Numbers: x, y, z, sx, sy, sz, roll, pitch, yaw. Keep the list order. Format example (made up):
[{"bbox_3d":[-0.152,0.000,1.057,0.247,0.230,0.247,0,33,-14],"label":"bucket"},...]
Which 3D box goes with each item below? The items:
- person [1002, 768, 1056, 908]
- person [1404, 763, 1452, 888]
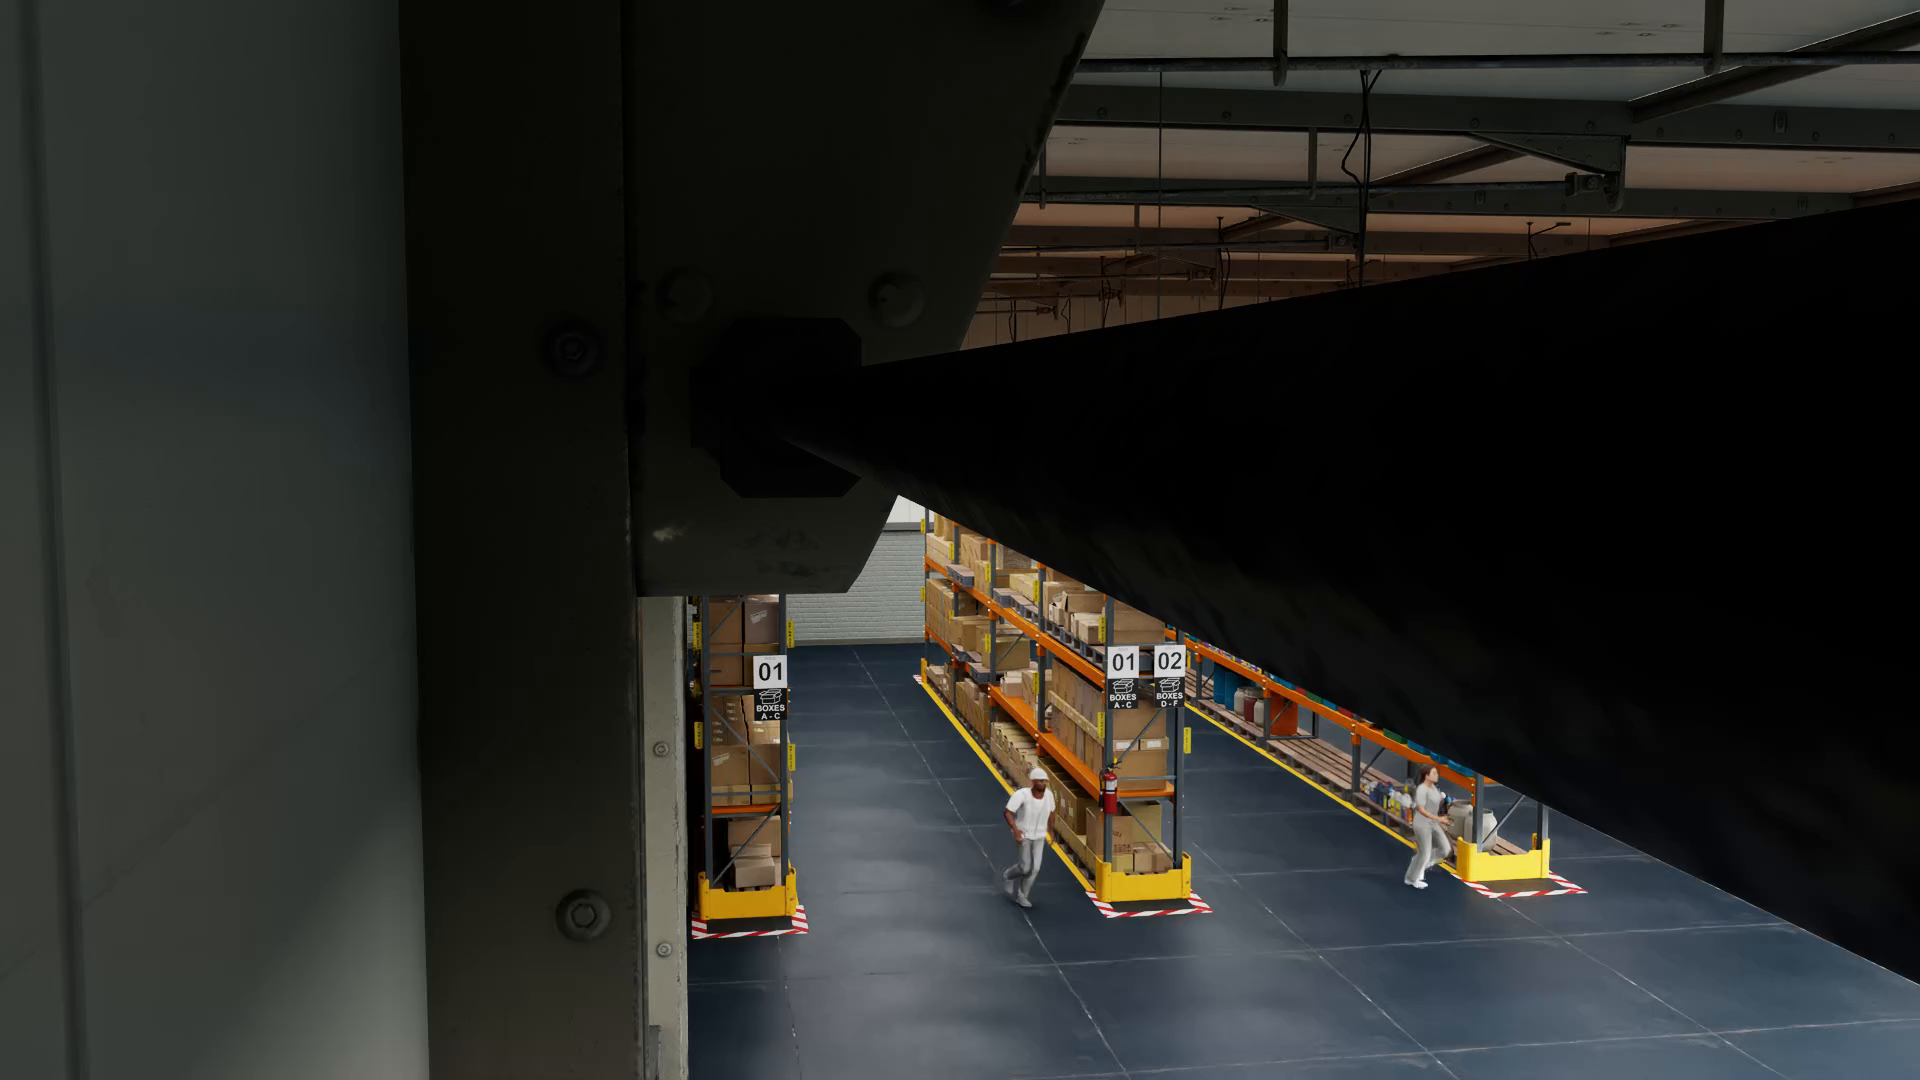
[{"bbox_3d":[0.863,3.663,20.703,0.712,1.713,0.624,-2,5,-23],"label":"person"},{"bbox_3d":[5.995,3.649,21.227,0.636,1.624,0.544,4,7,40],"label":"person"}]
